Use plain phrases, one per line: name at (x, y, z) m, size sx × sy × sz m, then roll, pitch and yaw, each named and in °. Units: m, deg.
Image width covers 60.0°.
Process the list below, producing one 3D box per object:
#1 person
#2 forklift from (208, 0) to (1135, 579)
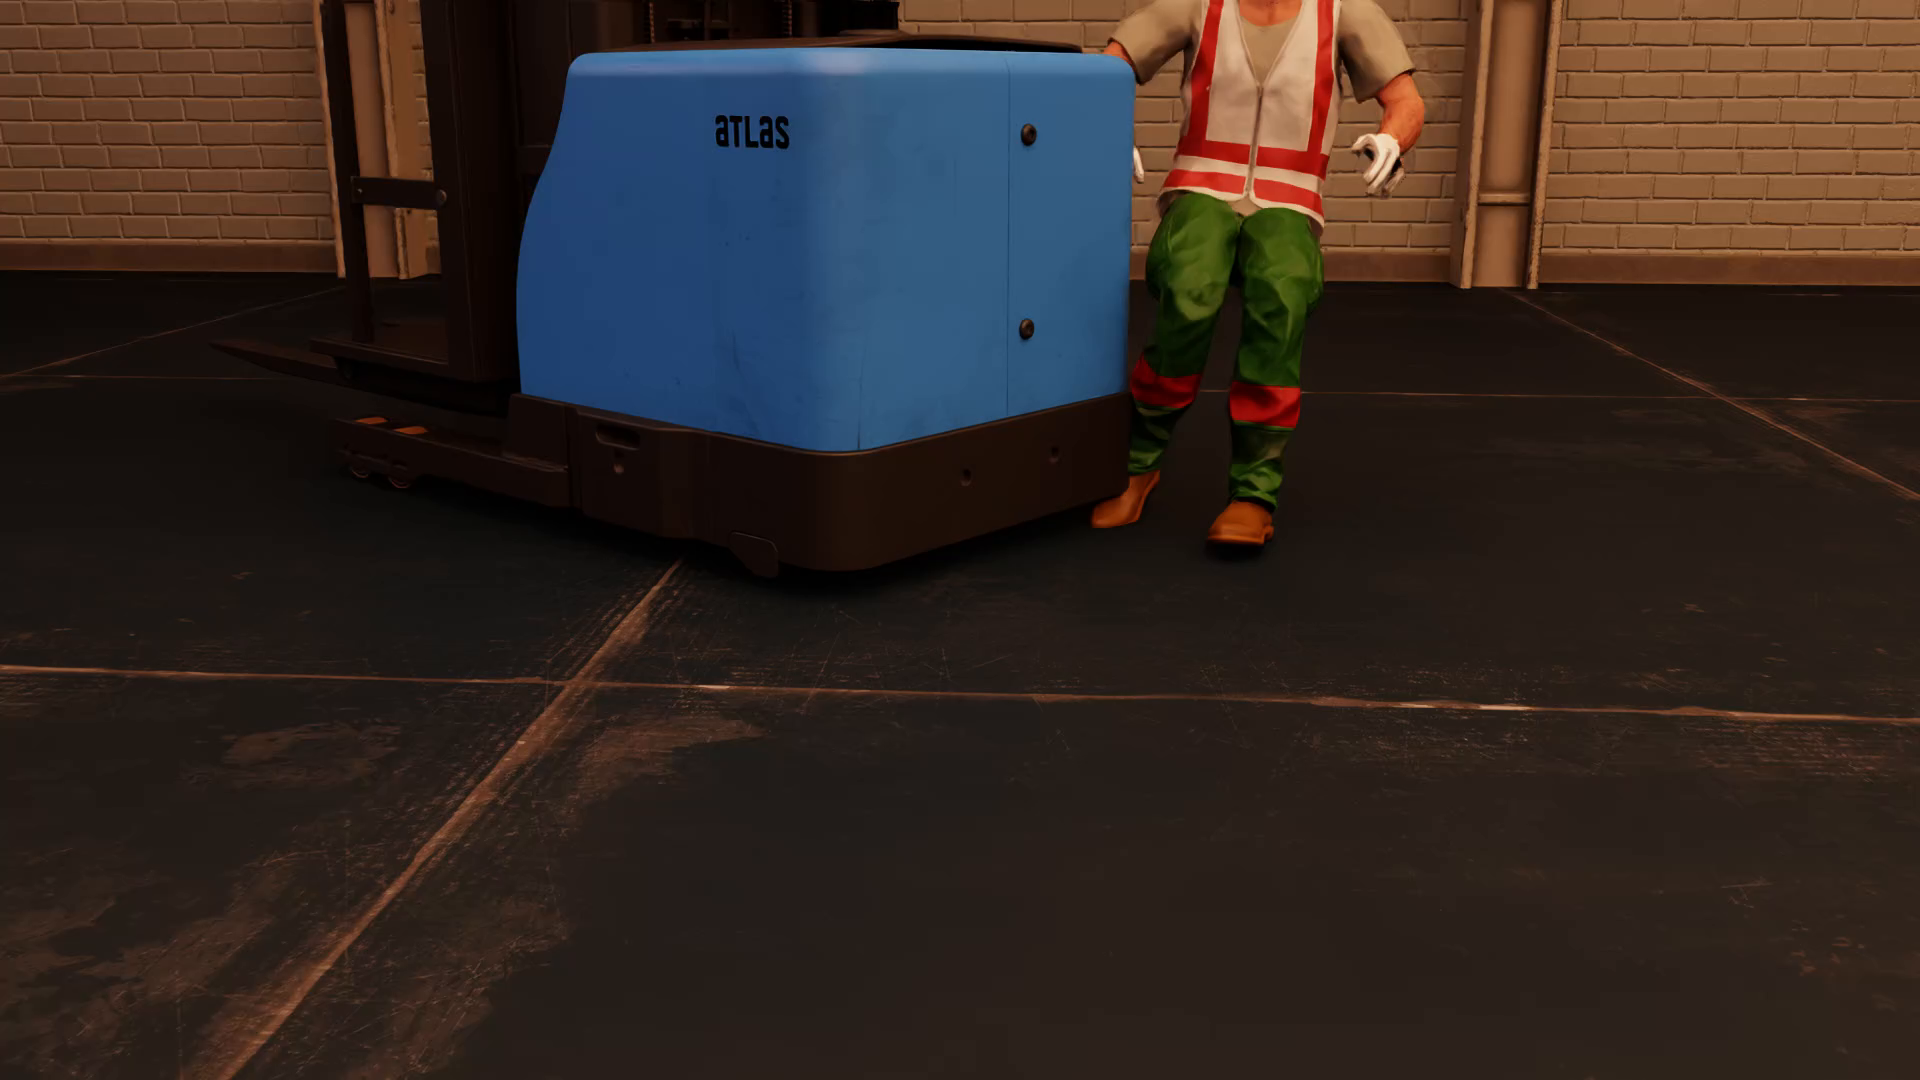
person at (0.687, -0.787, 3.843) m, size 0.817 × 1.547 × 0.882 m, roll 1°, pitch 15°, yaw 2°
forklift at (-1.030, -1.634, 4.239) m, size 3.031 × 2.935 × 1.130 m, roll 13°, pitch 20°, yaw 39°
